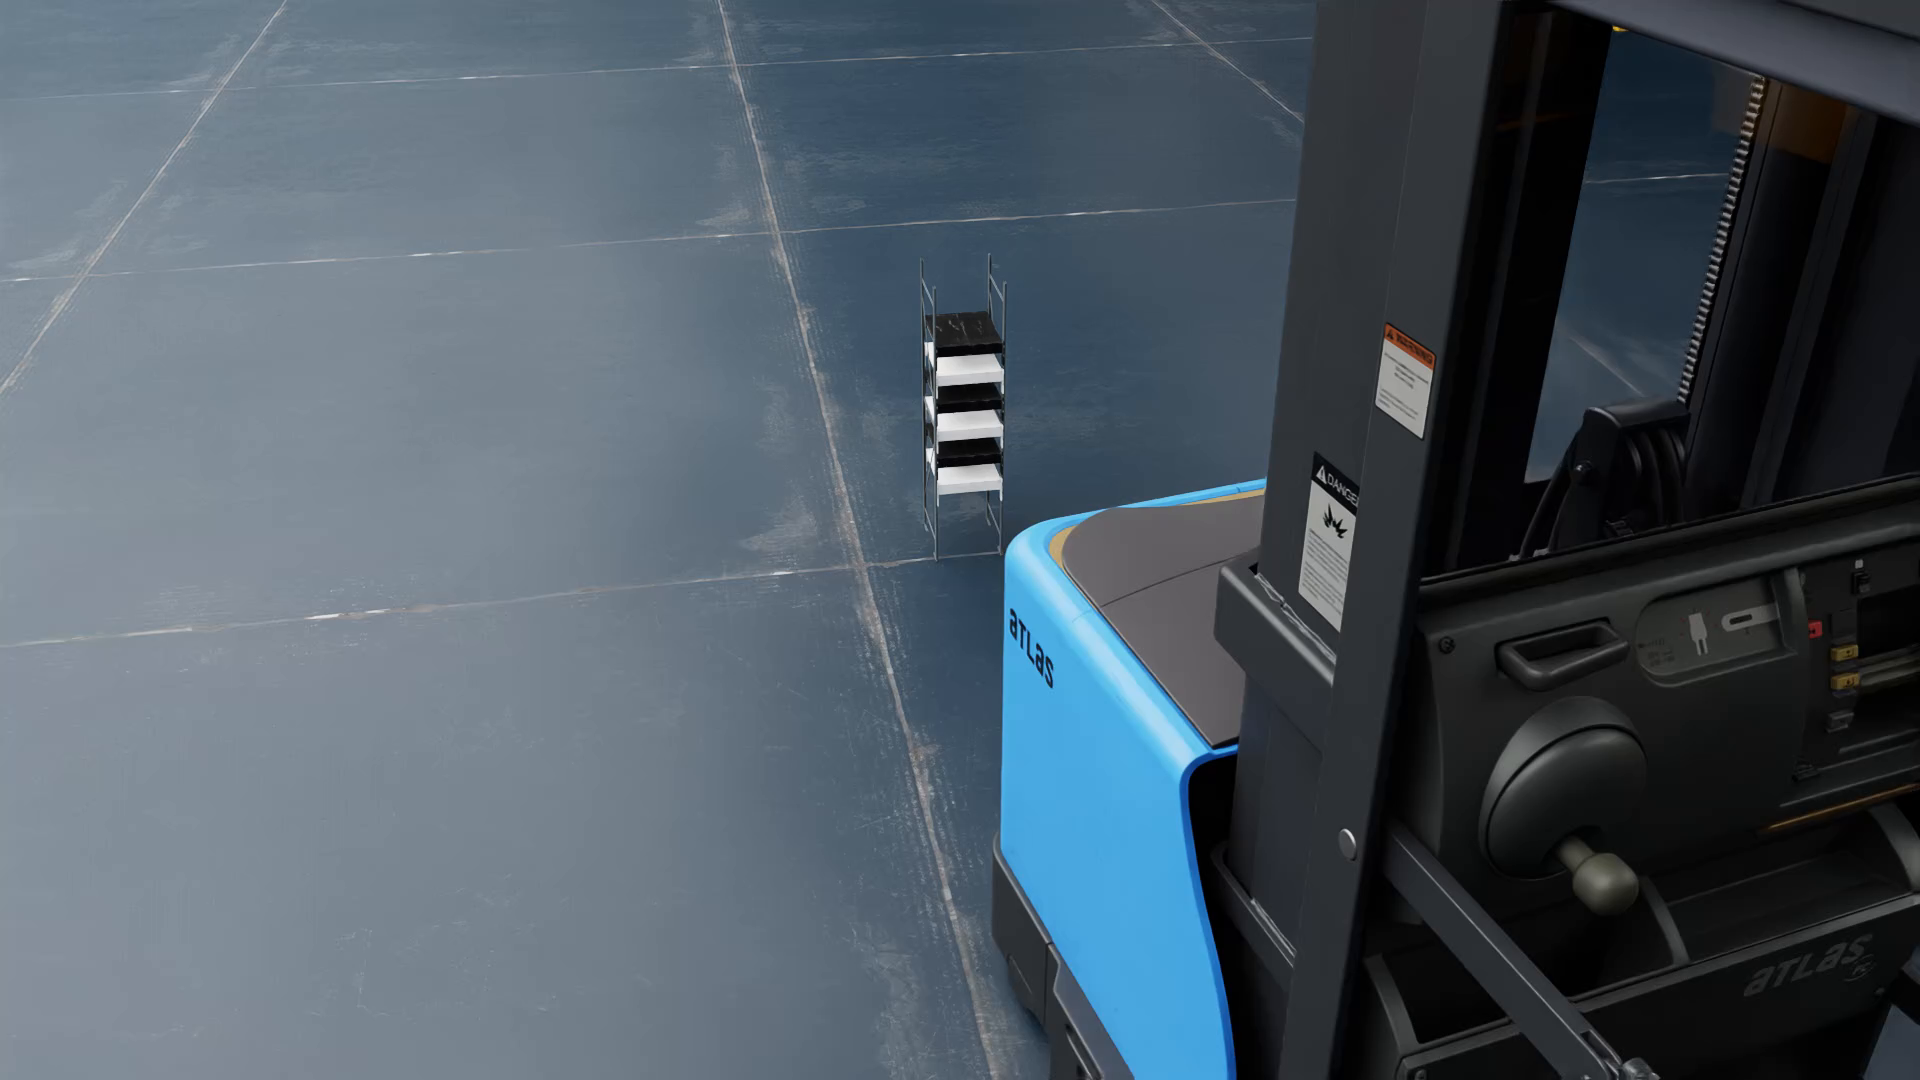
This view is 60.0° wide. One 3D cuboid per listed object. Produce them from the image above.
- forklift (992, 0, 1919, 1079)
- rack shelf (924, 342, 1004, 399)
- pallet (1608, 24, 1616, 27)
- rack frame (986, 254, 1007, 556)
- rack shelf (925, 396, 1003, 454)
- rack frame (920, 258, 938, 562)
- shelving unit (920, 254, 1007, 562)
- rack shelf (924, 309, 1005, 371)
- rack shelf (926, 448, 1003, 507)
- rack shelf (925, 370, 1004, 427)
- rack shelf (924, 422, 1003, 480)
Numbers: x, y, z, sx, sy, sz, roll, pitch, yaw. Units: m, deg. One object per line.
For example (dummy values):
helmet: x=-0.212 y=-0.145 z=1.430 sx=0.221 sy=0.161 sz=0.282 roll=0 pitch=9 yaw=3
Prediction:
forklift: x=1.065 y=0.247 z=1.939 sx=1.130 sy=2.935 sz=3.031 roll=-11 pitch=32 yaw=-18
rack shelf: x=0.008 y=-0.515 z=4.949 sx=0.200 sy=0.077 sz=0.258 roll=-5 pitch=31 yaw=-9
pallet: x=4.632 y=-3.781 z=11.472 sx=1.213 sy=0.211 sz=1.003 roll=-5 pitch=31 yaw=-9
rack frame: x=0.108 y=-0.398 z=5.039 sx=0.006 sy=0.900 sz=0.240 roll=-5 pitch=31 yaw=-9
rack shelf: x=0.008 y=-0.360 z=5.040 sx=0.200 sy=0.077 sz=0.258 roll=-5 pitch=31 yaw=-9
rack frame: x=-0.092 y=-0.379 z=5.007 sx=0.006 sy=0.900 sz=0.240 roll=-5 pitch=31 yaw=-9
shelving unit: x=0.008 y=-0.389 z=5.023 sx=0.210 sy=0.900 sz=0.258 roll=-5 pitch=31 yaw=-9
rack shelf: x=0.008 y=-0.593 z=4.903 sx=0.200 sy=0.077 sz=0.258 roll=-5 pitch=31 yaw=-9
rack shelf: x=0.008 y=-0.205 z=5.131 sx=0.200 sy=0.077 sz=0.258 roll=-5 pitch=31 yaw=-9
rack shelf: x=0.008 y=-0.437 z=4.994 sx=0.200 sy=0.077 sz=0.258 roll=-5 pitch=31 yaw=-9
rack shelf: x=0.008 y=-0.282 z=5.086 sx=0.200 sy=0.077 sz=0.258 roll=-5 pitch=31 yaw=-9
